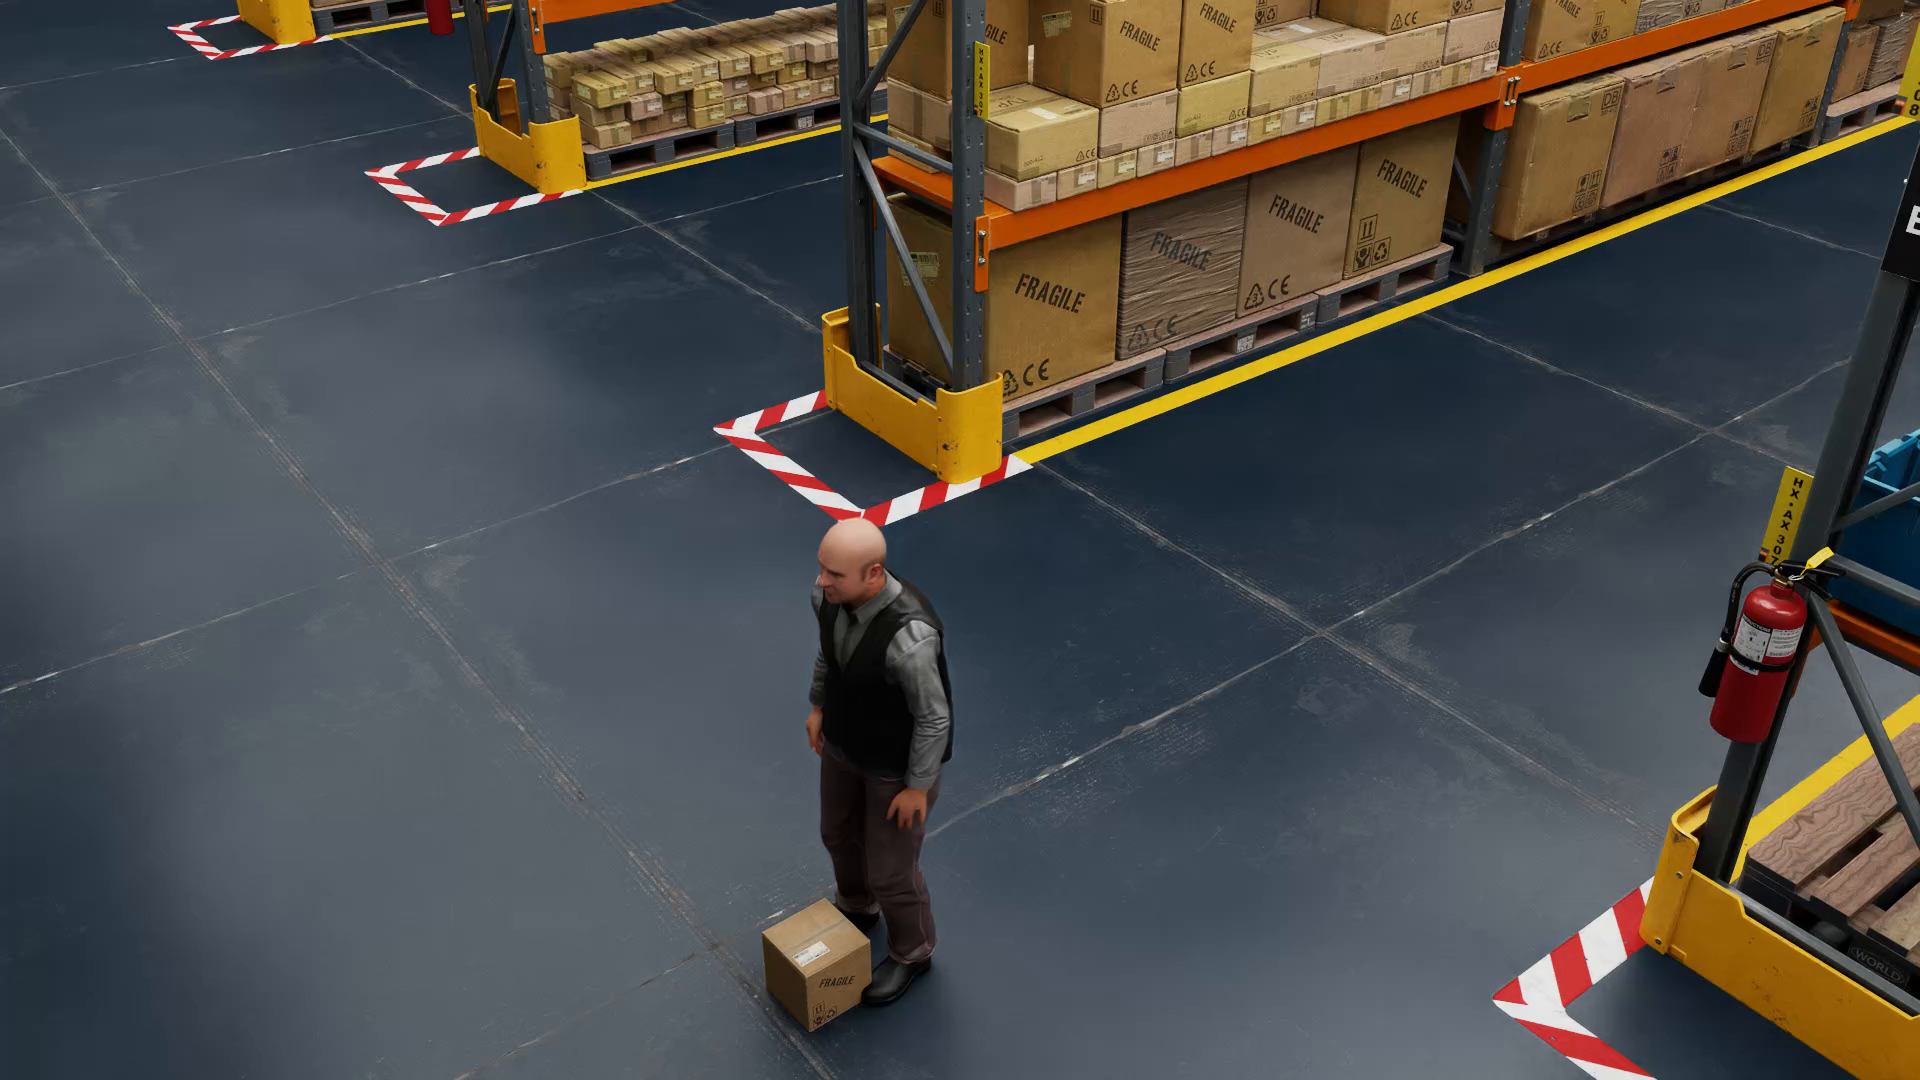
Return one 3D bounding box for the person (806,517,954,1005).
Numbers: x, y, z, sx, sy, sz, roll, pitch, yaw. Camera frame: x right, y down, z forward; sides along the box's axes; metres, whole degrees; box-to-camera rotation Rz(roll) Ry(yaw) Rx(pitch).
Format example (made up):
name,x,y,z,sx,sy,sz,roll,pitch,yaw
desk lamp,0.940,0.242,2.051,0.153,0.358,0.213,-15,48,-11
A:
name,x,y,z,sx,sy,sz,roll,pitch,yaw
person,-0.248,0.646,5.124,0.414,1.721,0.570,-22,38,-31
